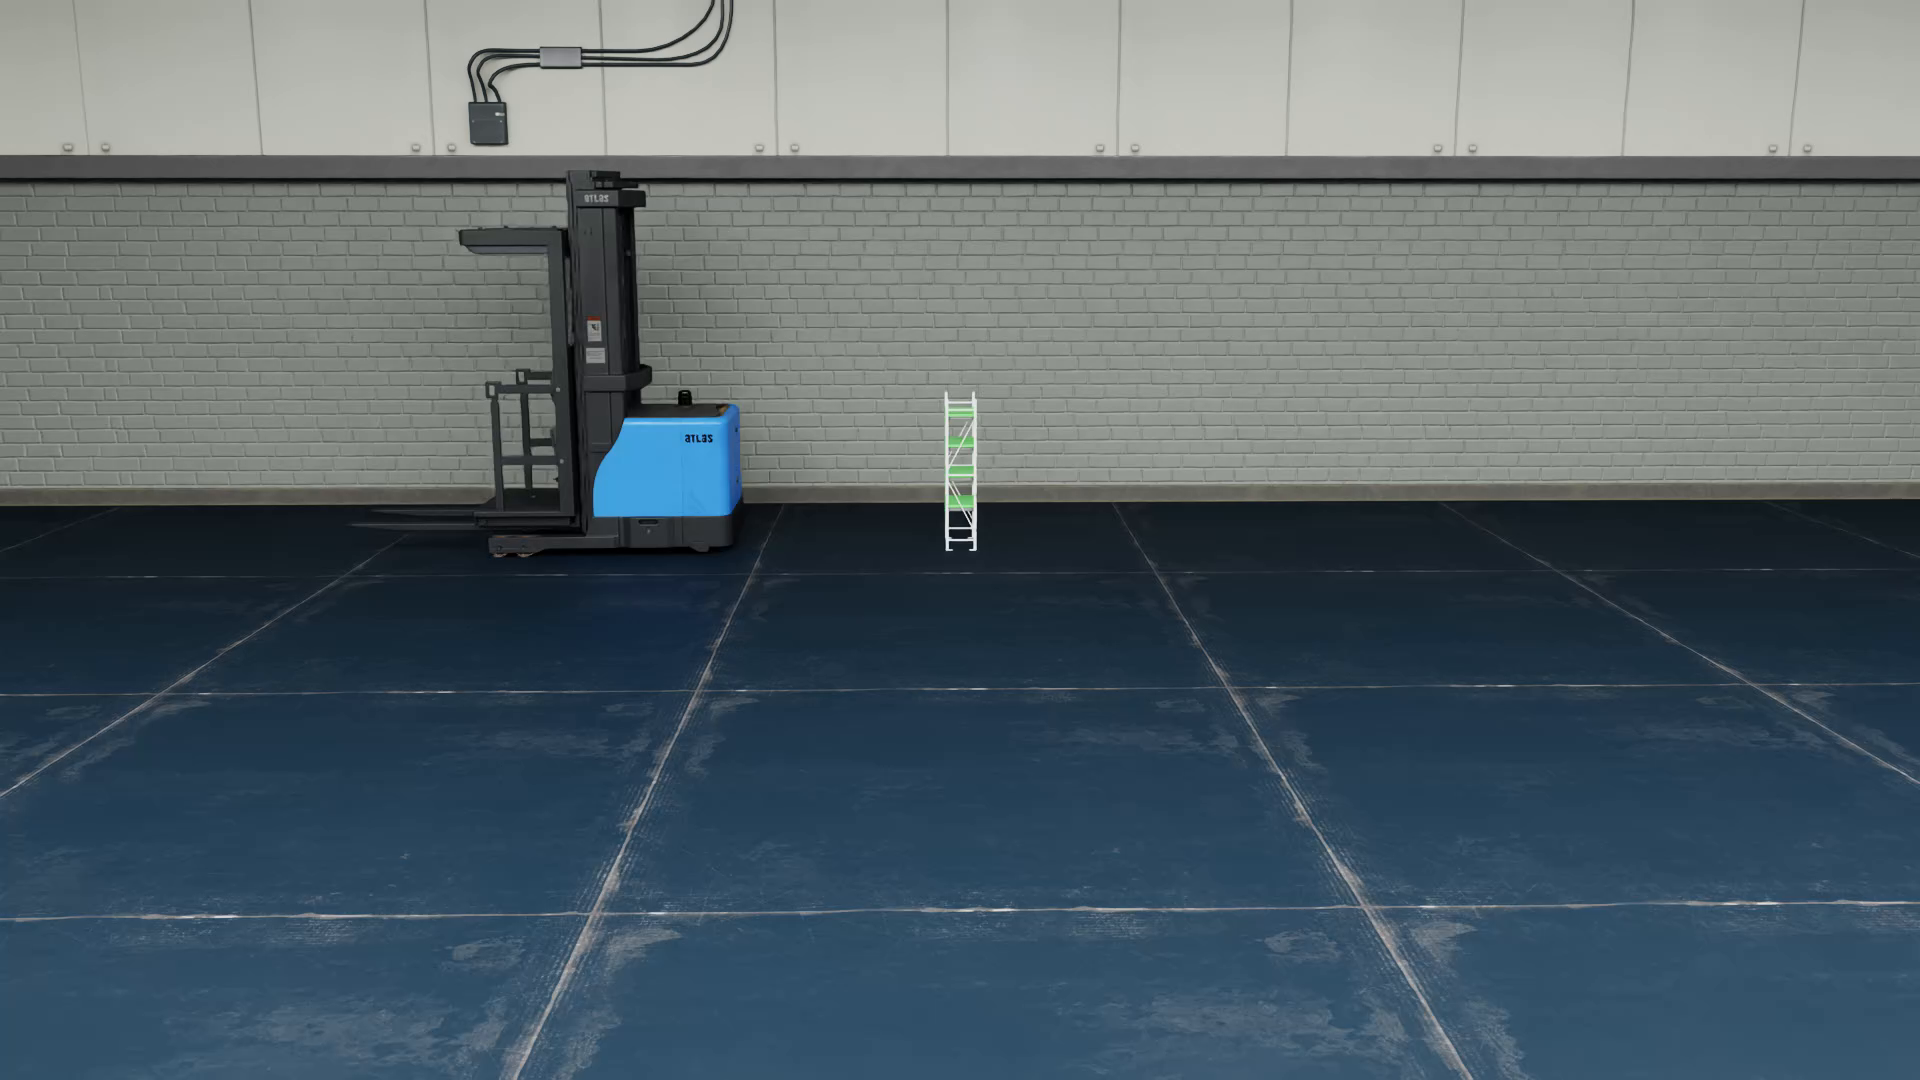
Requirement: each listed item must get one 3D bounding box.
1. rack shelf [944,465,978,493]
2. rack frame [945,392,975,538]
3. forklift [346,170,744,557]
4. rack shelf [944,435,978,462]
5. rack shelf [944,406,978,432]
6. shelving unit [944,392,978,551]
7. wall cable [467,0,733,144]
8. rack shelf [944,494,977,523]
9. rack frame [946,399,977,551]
[{"bbox_3d":[0.003,-0.492,13.290,0.258,0.148,0.480,0,11,-1],"label":"rack shelf"},{"bbox_3d":[-0.002,-0.604,13.517,0.240,1.200,0.015,0,11,-1],"label":"rack frame"},{"bbox_3d":[-3.304,-1.410,13.136,3.031,2.935,1.130,0,11,-2],"label":"forklift"},{"bbox_3d":[0.003,-0.728,13.243,0.258,0.148,0.480,0,11,-1],"label":"rack shelf"},{"bbox_3d":[0.003,-0.963,13.195,0.258,0.148,0.480,0,11,-1],"label":"rack shelf"},{"bbox_3d":[0.003,-0.555,13.278,0.258,1.200,0.503,0,11,-1],"label":"shelving unit"},{"bbox_3d":[-3.105,-6.400,13.918,2.305,6.003,0.169,0,11,-1],"label":"wall cable"},{"bbox_3d":[0.003,-0.257,13.338,0.258,0.148,0.480,0,11,-1],"label":"rack shelf"},{"bbox_3d":[0.008,-0.507,13.039,0.240,1.200,0.015,0,11,-1],"label":"rack frame"}]
